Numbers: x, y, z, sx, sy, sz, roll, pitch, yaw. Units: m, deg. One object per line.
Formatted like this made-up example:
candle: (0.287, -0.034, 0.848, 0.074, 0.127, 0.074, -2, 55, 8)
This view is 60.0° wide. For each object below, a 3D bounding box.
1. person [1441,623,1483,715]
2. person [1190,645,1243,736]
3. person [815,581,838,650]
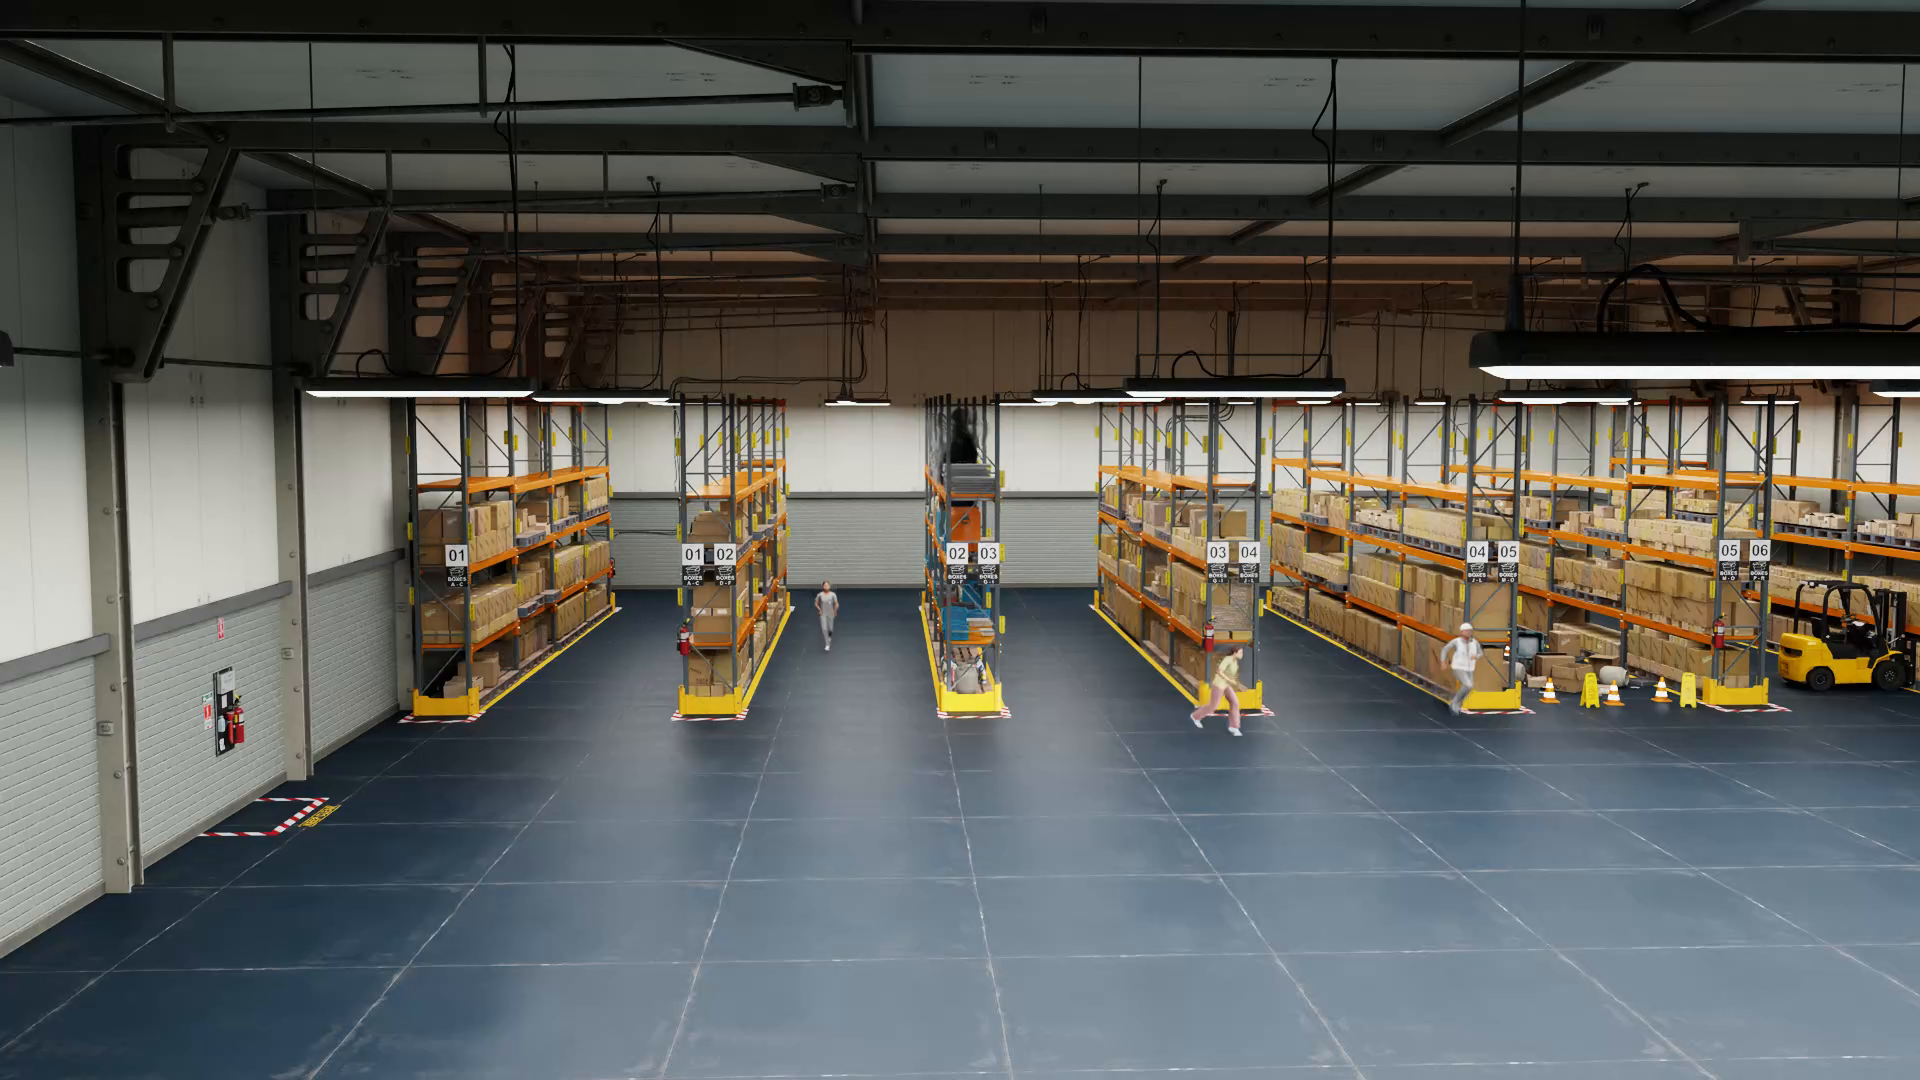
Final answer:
person: (9.397, 2.412, 31.025, 0.718, 1.734, 0.639, -2, 5, -21)
person: (4.547, 2.628, 29.331, 1.005, 1.626, 0.614, 2, 5, 27)
person: (-3.183, 1.788, 39.653, 0.565, 1.633, 0.599, 0, 5, -6)
